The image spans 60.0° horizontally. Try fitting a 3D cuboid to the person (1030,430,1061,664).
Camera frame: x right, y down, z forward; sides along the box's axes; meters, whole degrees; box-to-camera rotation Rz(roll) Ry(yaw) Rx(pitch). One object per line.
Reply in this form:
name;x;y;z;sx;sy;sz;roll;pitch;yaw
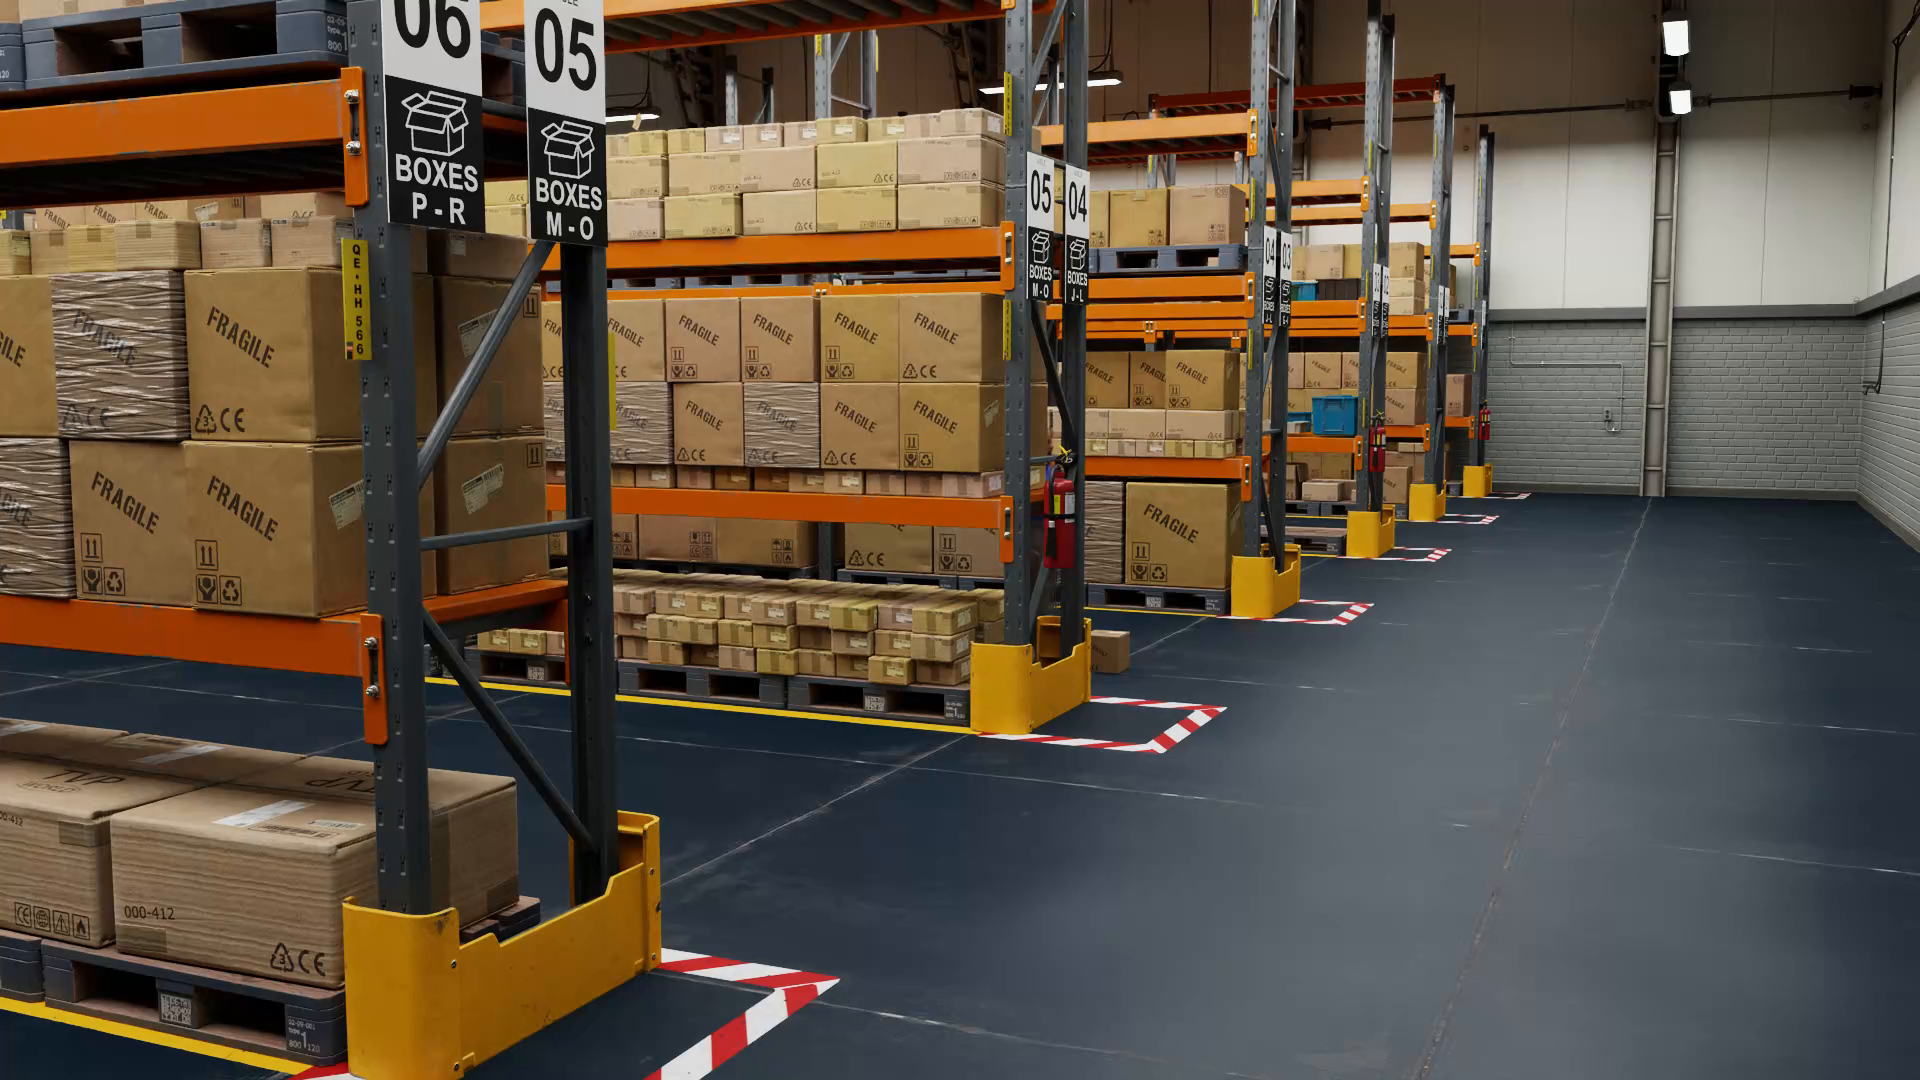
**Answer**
person;0.548;0.066;11.438;0.342;1.614;0.448;3;6;25
